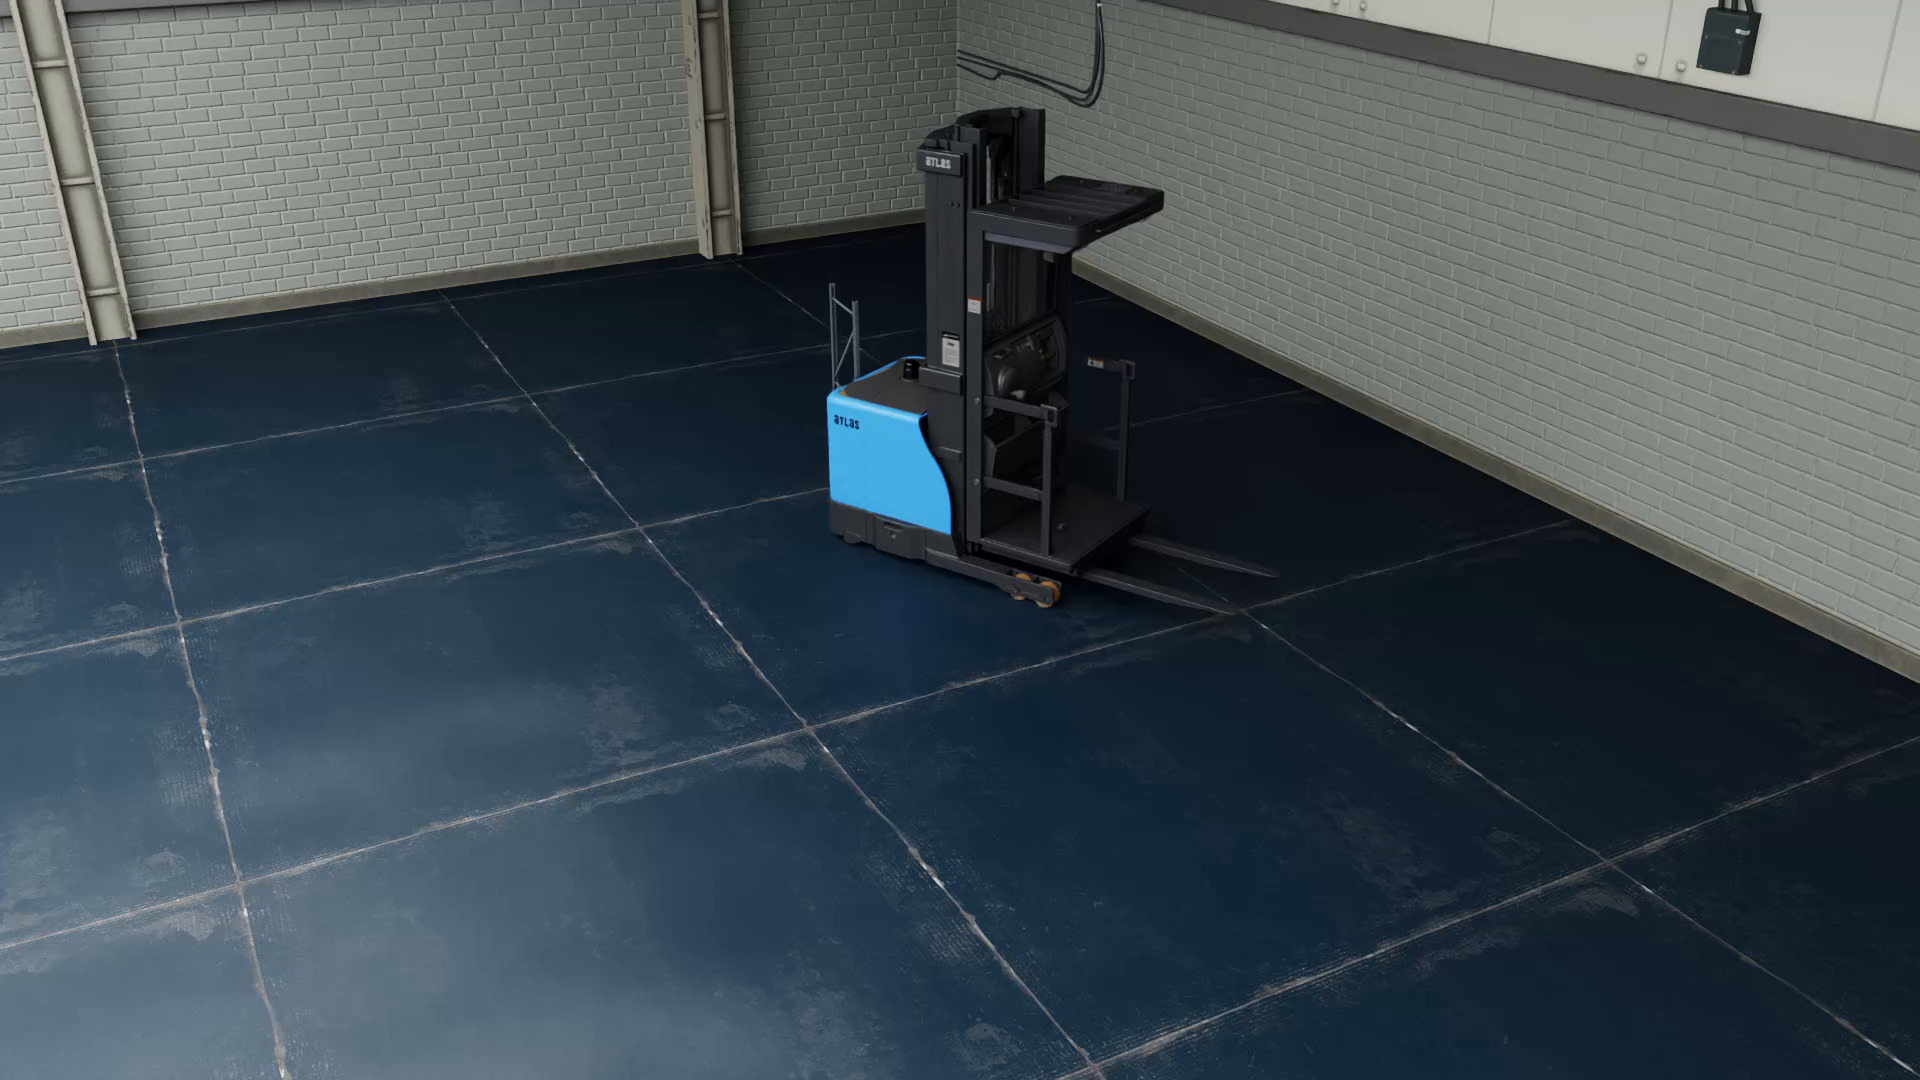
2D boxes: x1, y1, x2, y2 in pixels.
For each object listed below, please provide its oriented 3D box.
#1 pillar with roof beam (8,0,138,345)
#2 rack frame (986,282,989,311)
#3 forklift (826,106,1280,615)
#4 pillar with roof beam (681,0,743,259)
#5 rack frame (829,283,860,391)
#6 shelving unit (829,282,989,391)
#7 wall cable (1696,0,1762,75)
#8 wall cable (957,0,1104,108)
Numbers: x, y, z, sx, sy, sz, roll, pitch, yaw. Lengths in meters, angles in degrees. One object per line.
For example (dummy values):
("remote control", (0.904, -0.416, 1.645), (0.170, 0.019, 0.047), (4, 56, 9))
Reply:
("pillar with roof beam", (-5.861, -4.301, 10.114), (0.400, 9.000, 9.100), (-13, 29, -25))
("rack frame", (0.102, -1.253, 12.429), (0.032, 1.500, 0.500), (-11, 28, -22))
("forklift", (0.599, -1.151, 10.564), (3.031, 2.935, 1.130), (16, 30, 30))
("pillar with roof beam", (-0.567, -5.523, 12.659), (0.400, 9.000, 9.100), (-13, 29, -25))
("rack frame", (-0.822, -1.070, 12.047), (0.032, 1.500, 0.500), (-11, 28, -22))
("shelving unit", (-0.368, -1.160, 12.235), (1.083, 1.500, 0.587), (-11, 28, -22))
("wall cable", (5.082, -5.167, 7.987), (0.169, 6.003, 2.305), (-13, 29, -25))
("wall cable", (0.629, -5.863, 16.954), (0.112, 2.526, 3.097), (-13, 29, -25))
